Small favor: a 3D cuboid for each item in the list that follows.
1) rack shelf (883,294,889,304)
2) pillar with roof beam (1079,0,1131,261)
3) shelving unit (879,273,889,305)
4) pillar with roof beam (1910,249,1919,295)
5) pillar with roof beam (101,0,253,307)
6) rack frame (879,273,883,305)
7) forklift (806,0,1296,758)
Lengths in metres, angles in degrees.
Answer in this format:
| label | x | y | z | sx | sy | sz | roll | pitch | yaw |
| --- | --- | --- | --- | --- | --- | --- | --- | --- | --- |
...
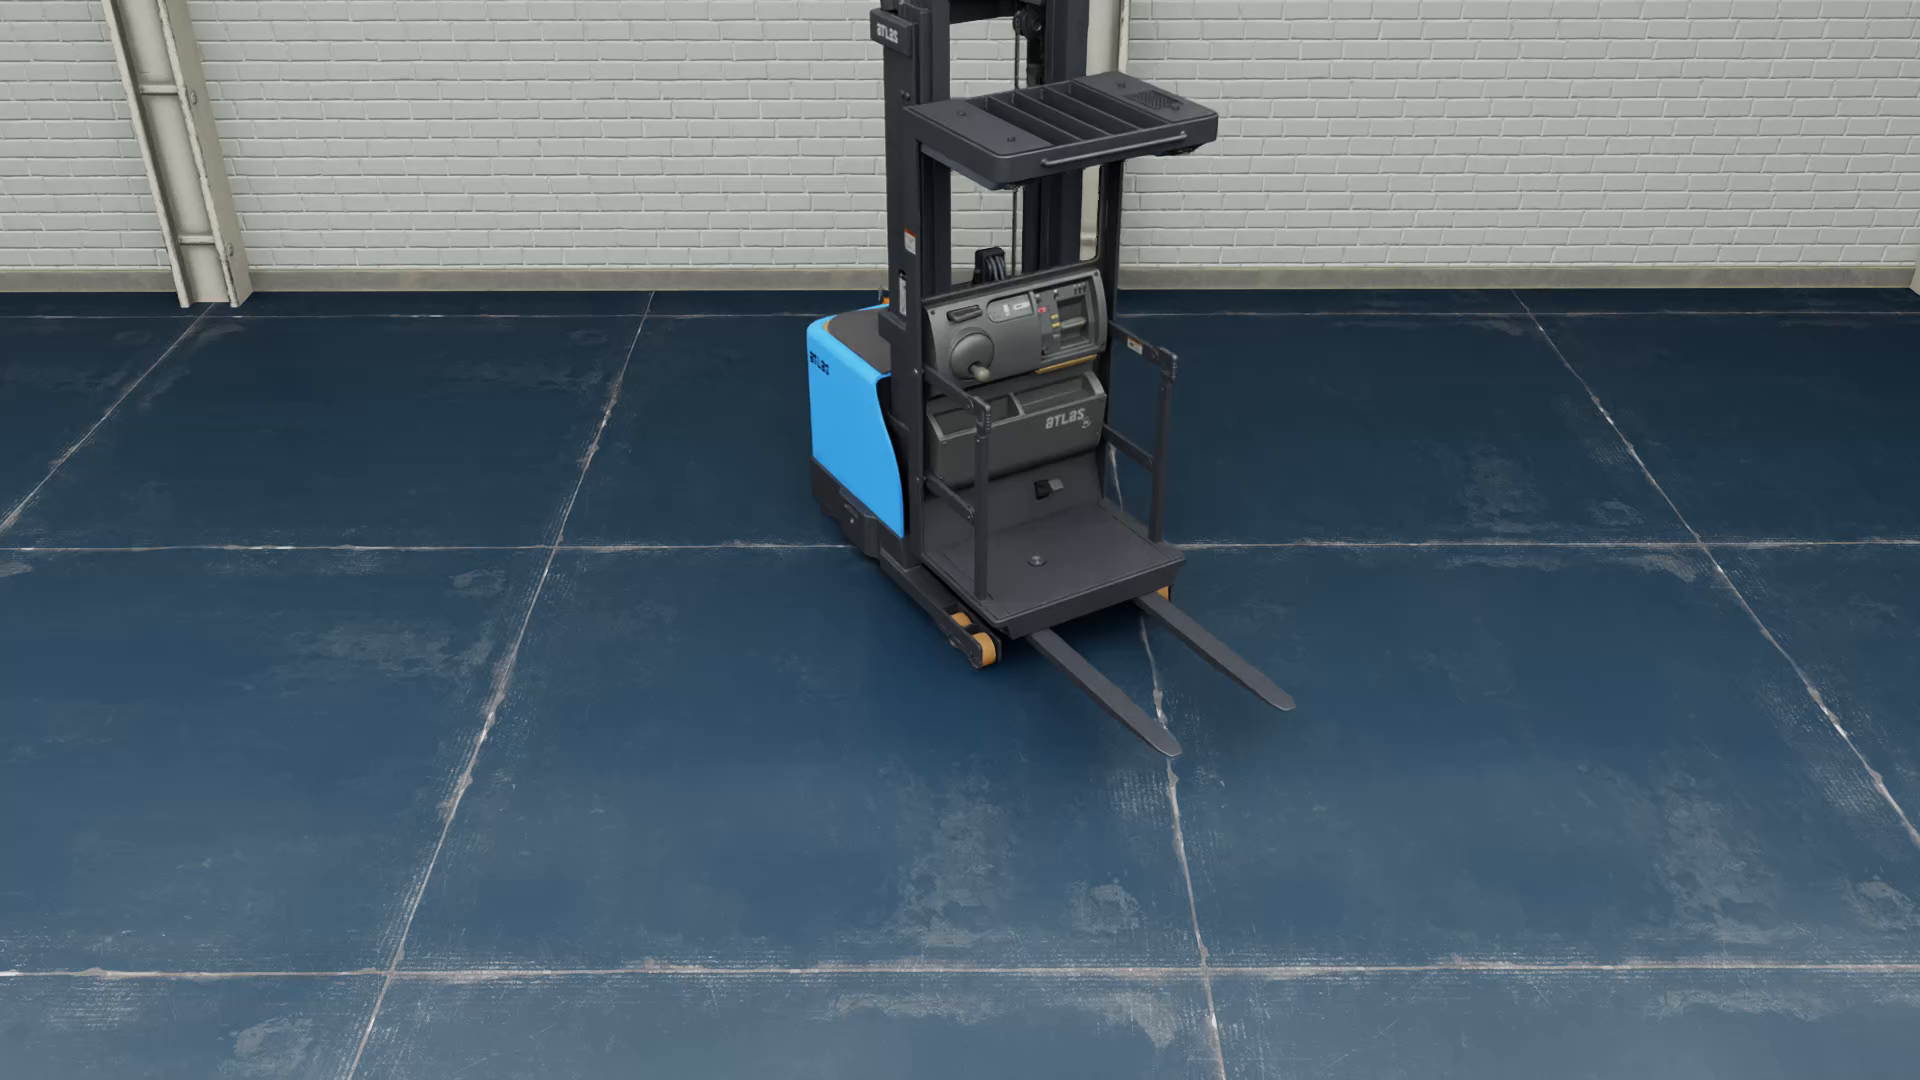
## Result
| label | x | y | z | sx | sy | sz | roll | pitch | yaw |
| --- | --- | --- | --- | --- | --- | --- | --- | --- | --- |
| rack shelf | -0.310 | -1.198 | 9.172 | 0.240 | 0.259 | 0.215 | 1 | 27 | 2 |
| pillar with roof beam | 0.891 | -3.306 | 5.523 | 0.400 | 9.000 | 9.100 | 0 | 31 | 0 |
| shelving unit | -0.311 | -0.954 | 9.297 | 0.252 | 1.050 | 0.215 | 1 | 27 | 2 |
| pillar with roof beam | 6.891 | -3.324 | 5.554 | 0.400 | 9.000 | 9.100 | 0 | 31 | 0 |
| pillar with roof beam | -5.109 | -3.287 | 5.492 | 0.400 | 9.000 | 9.100 | 0 | 31 | 0 |
| rack frame | -0.433 | -0.957 | 9.300 | 0.008 | 1.050 | 0.200 | 1 | 27 | 2 |
| forklift | 0.382 | -0.931 | 7.459 | 1.130 | 2.935 | 3.031 | -17 | 35 | -26 |
